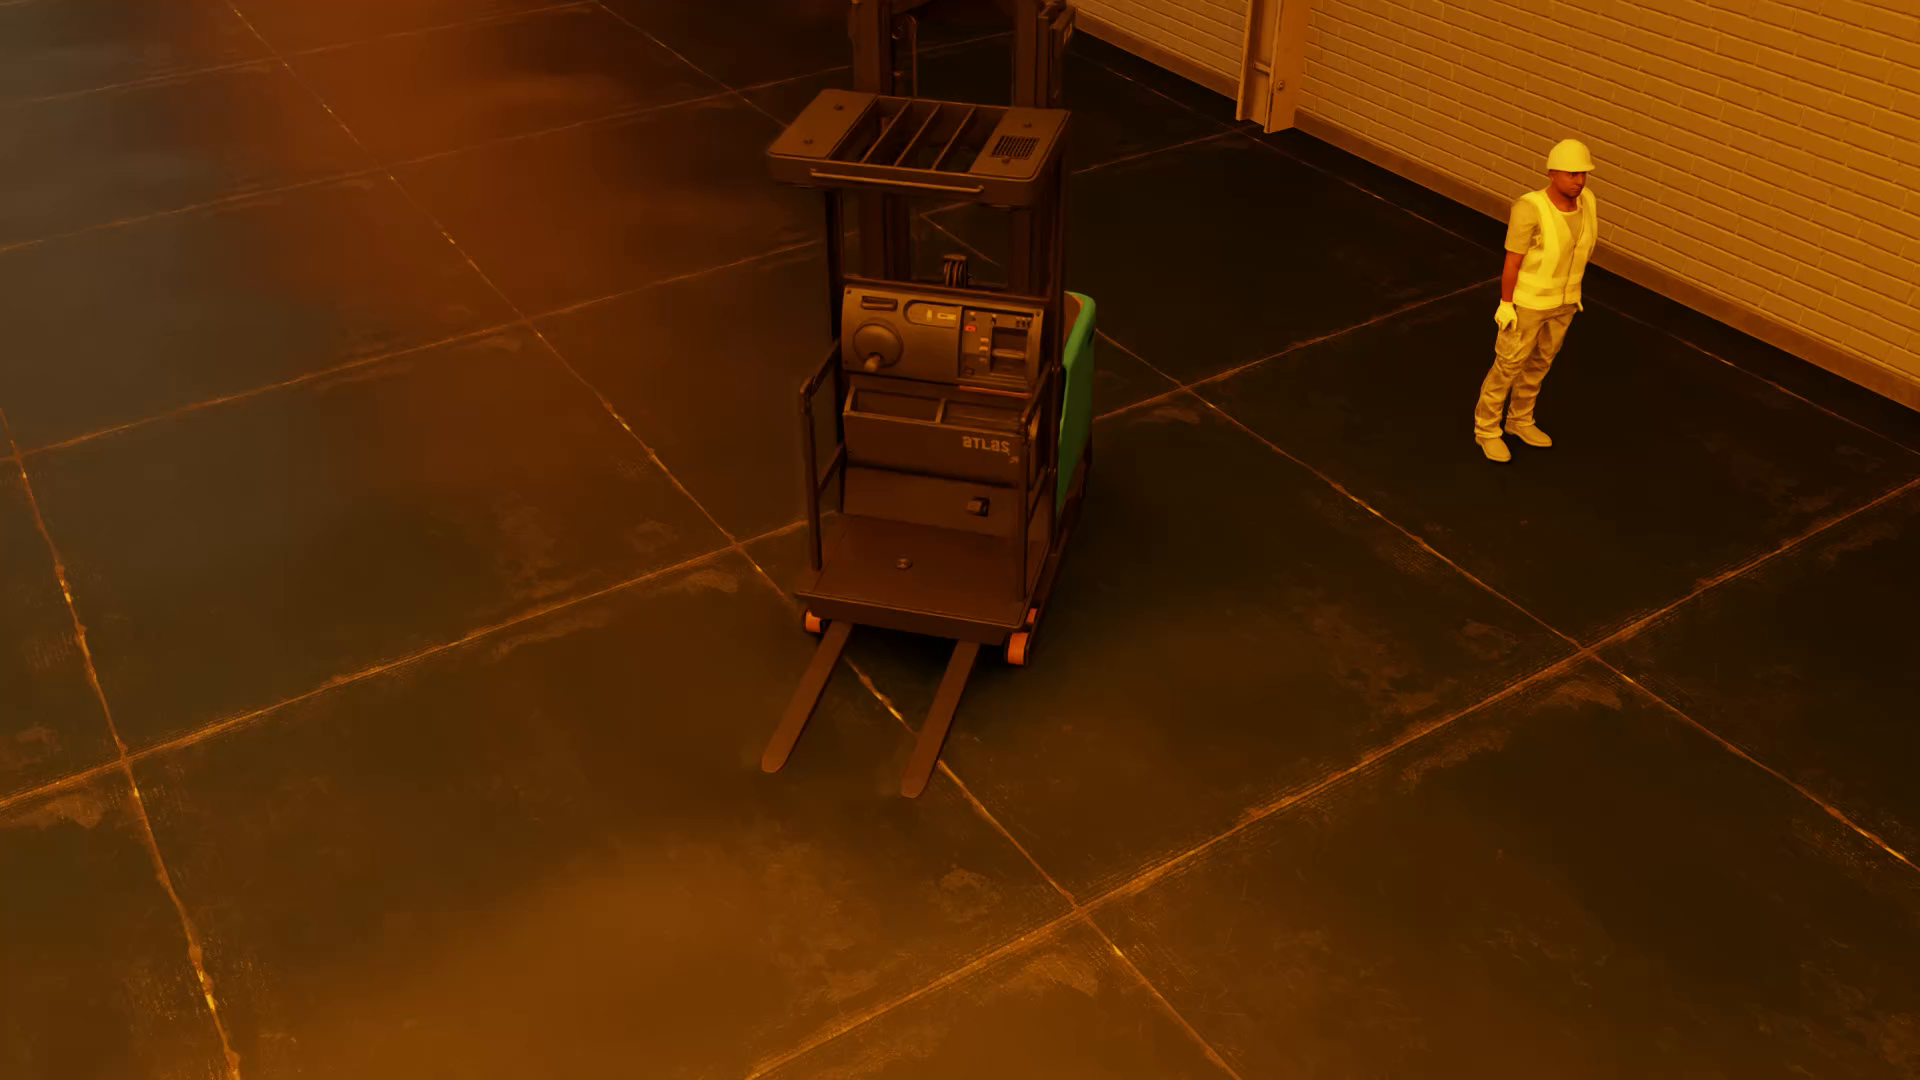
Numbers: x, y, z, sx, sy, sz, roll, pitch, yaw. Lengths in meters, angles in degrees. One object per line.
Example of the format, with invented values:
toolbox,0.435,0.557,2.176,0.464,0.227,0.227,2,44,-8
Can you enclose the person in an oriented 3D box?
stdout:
person,3.145,-1.292,8.983,0.549,1.790,0.369,-16,38,-22

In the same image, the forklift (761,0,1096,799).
forklift,-0.135,-0.850,7.357,1.130,2.935,3.031,8,36,12
